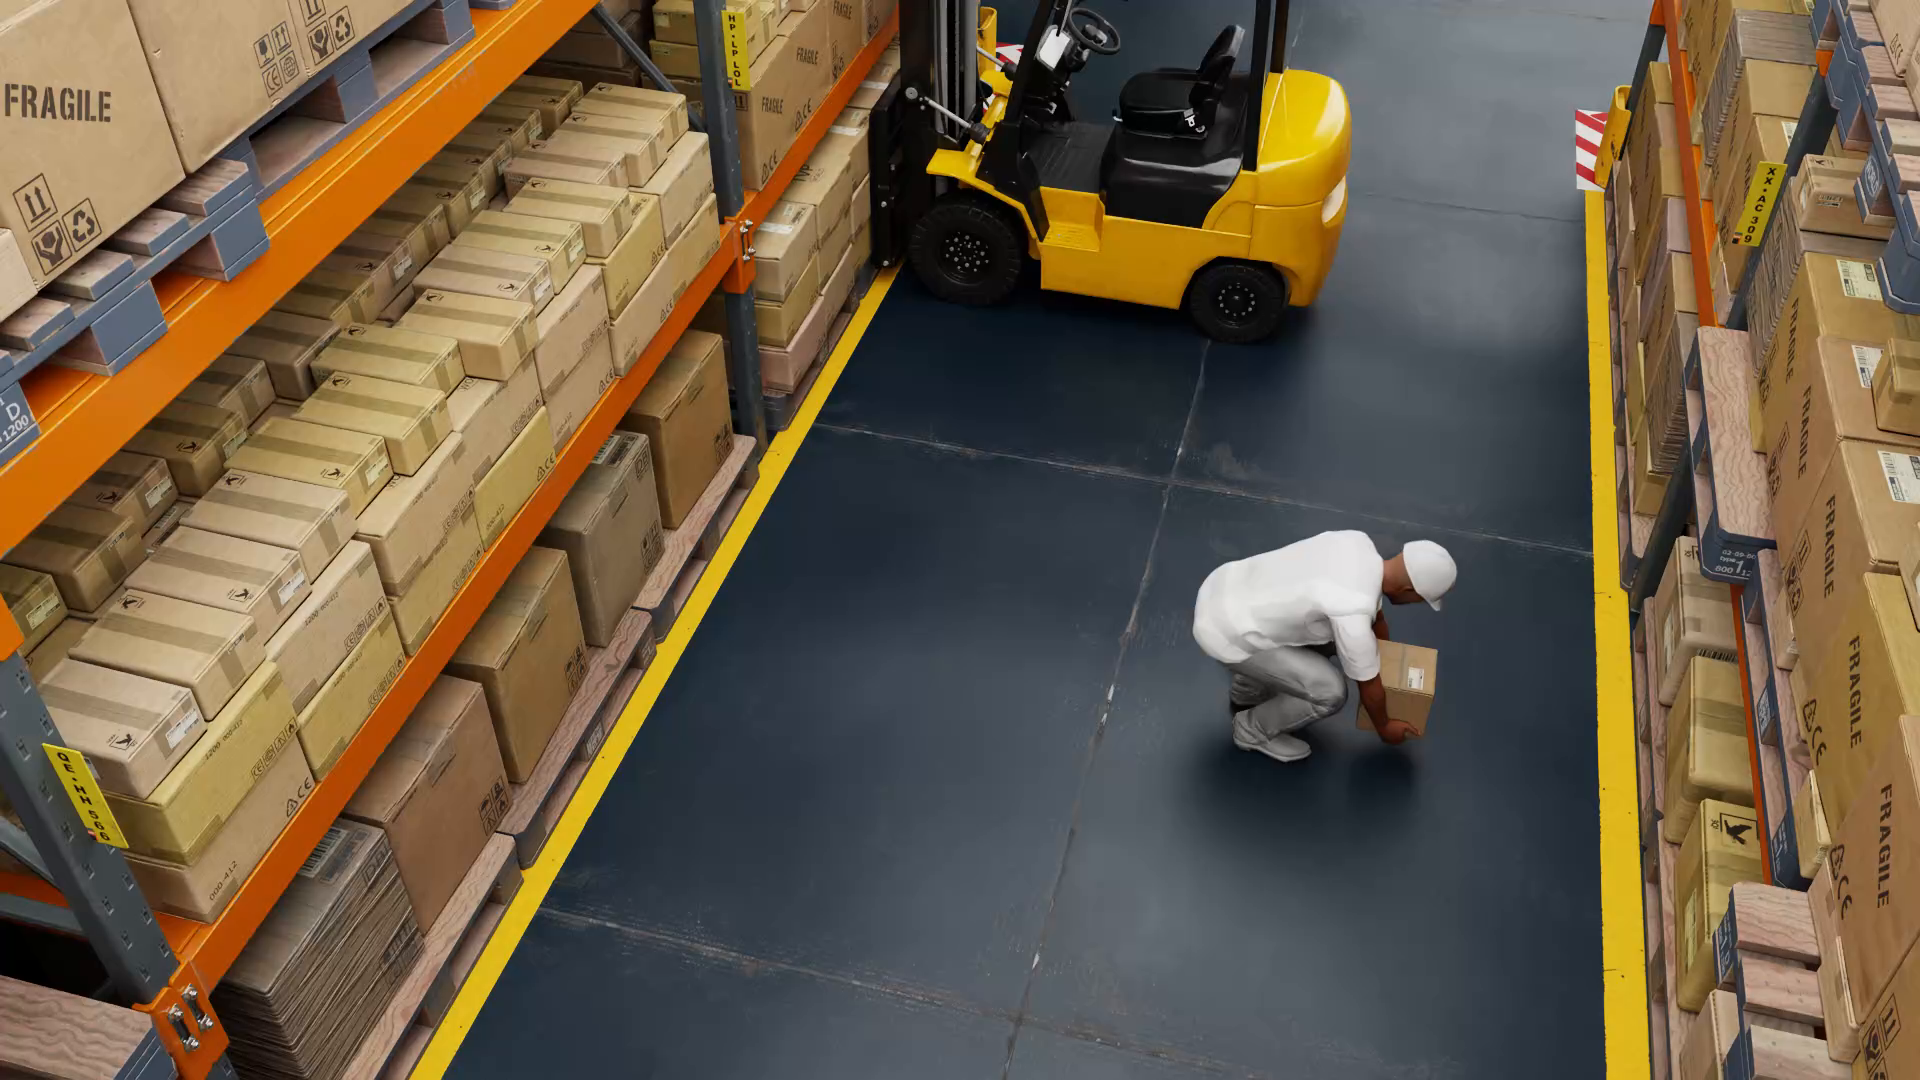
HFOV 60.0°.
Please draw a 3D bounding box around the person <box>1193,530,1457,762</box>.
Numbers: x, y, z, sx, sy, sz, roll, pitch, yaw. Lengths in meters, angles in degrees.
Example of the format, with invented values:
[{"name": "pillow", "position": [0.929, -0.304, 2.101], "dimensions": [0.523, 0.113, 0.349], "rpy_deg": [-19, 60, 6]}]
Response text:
[{"name": "person", "position": [1.342, 0.362, 6.304], "dimensions": [0.911, 1.010, 0.534], "rpy_deg": [9, 42, 10]}]
